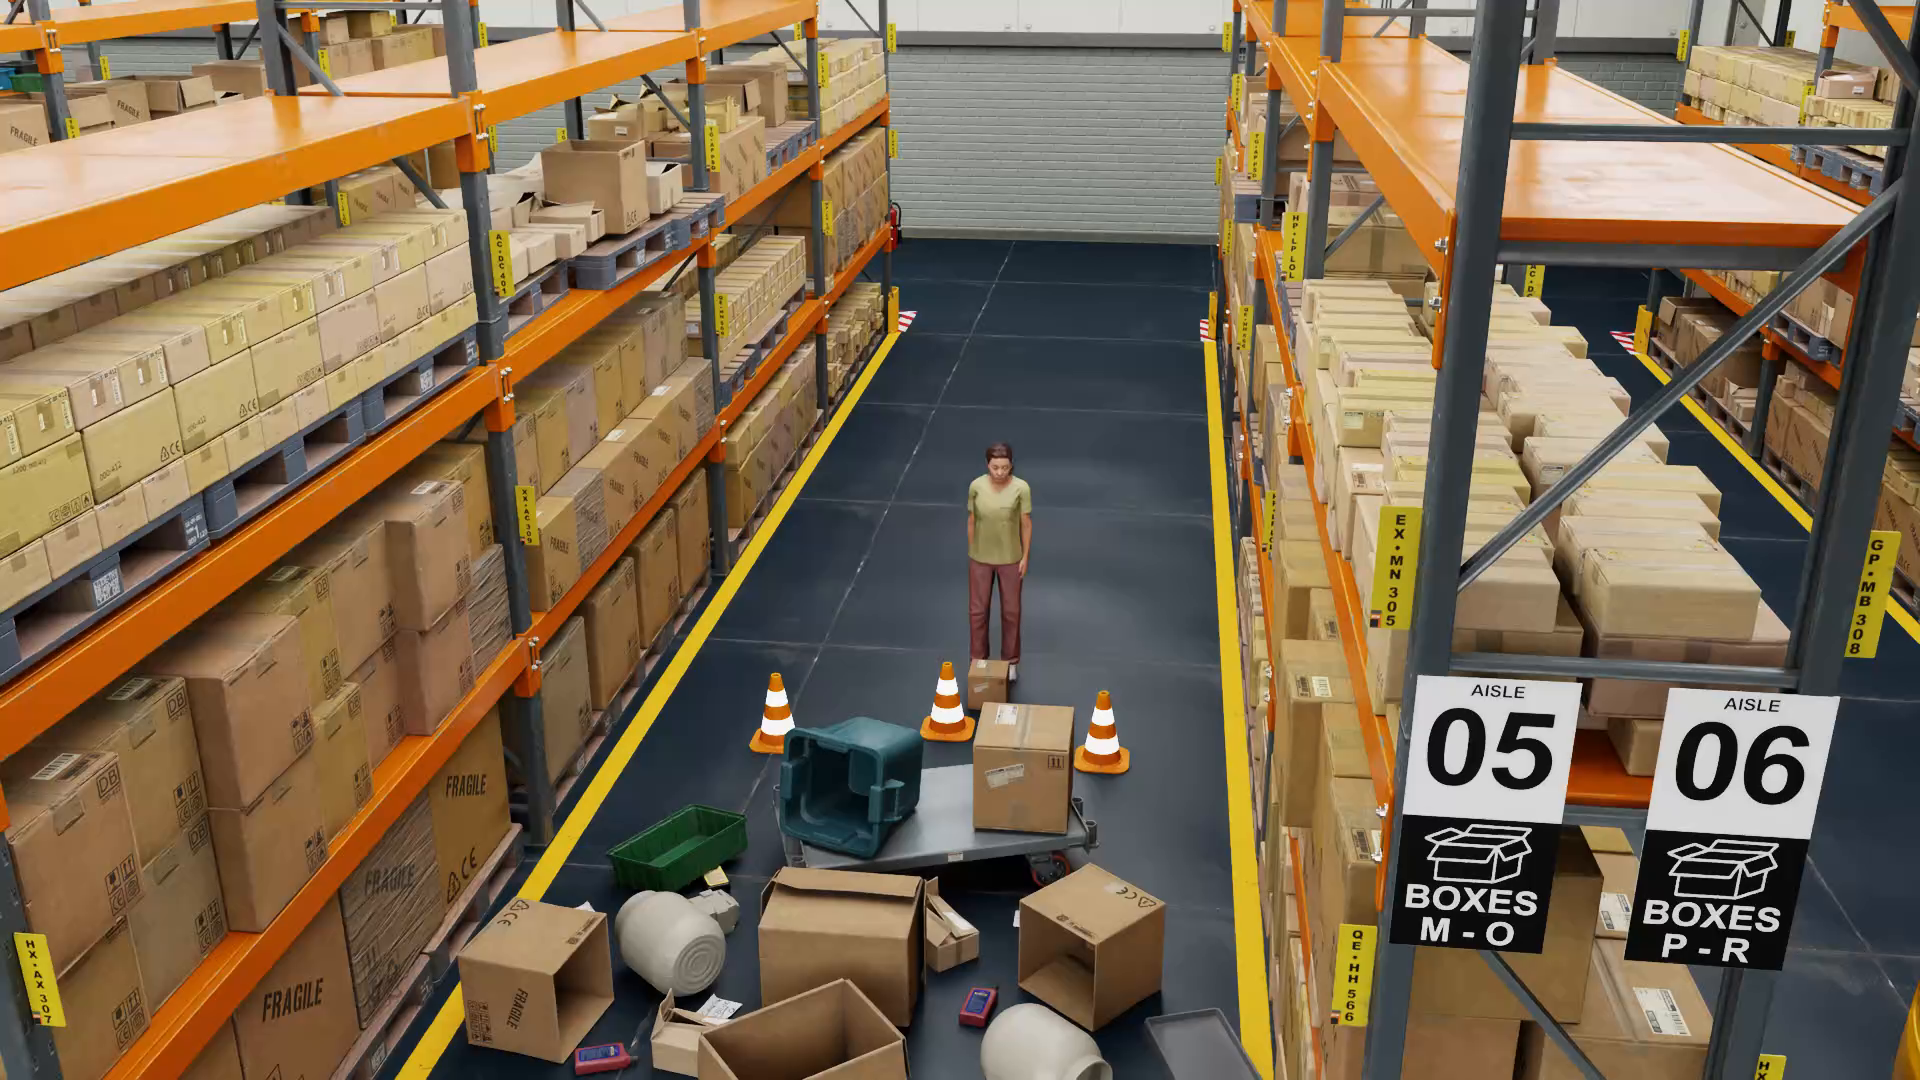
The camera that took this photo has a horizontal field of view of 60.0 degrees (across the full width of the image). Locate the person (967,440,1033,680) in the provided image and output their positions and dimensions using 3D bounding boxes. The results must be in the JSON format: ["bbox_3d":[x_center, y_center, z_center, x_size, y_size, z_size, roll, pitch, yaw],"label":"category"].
[{"bbox_3d":[0.260,0.126,11.176,0.445,1.673,0.363,3,21,7],"label":"person"}]
